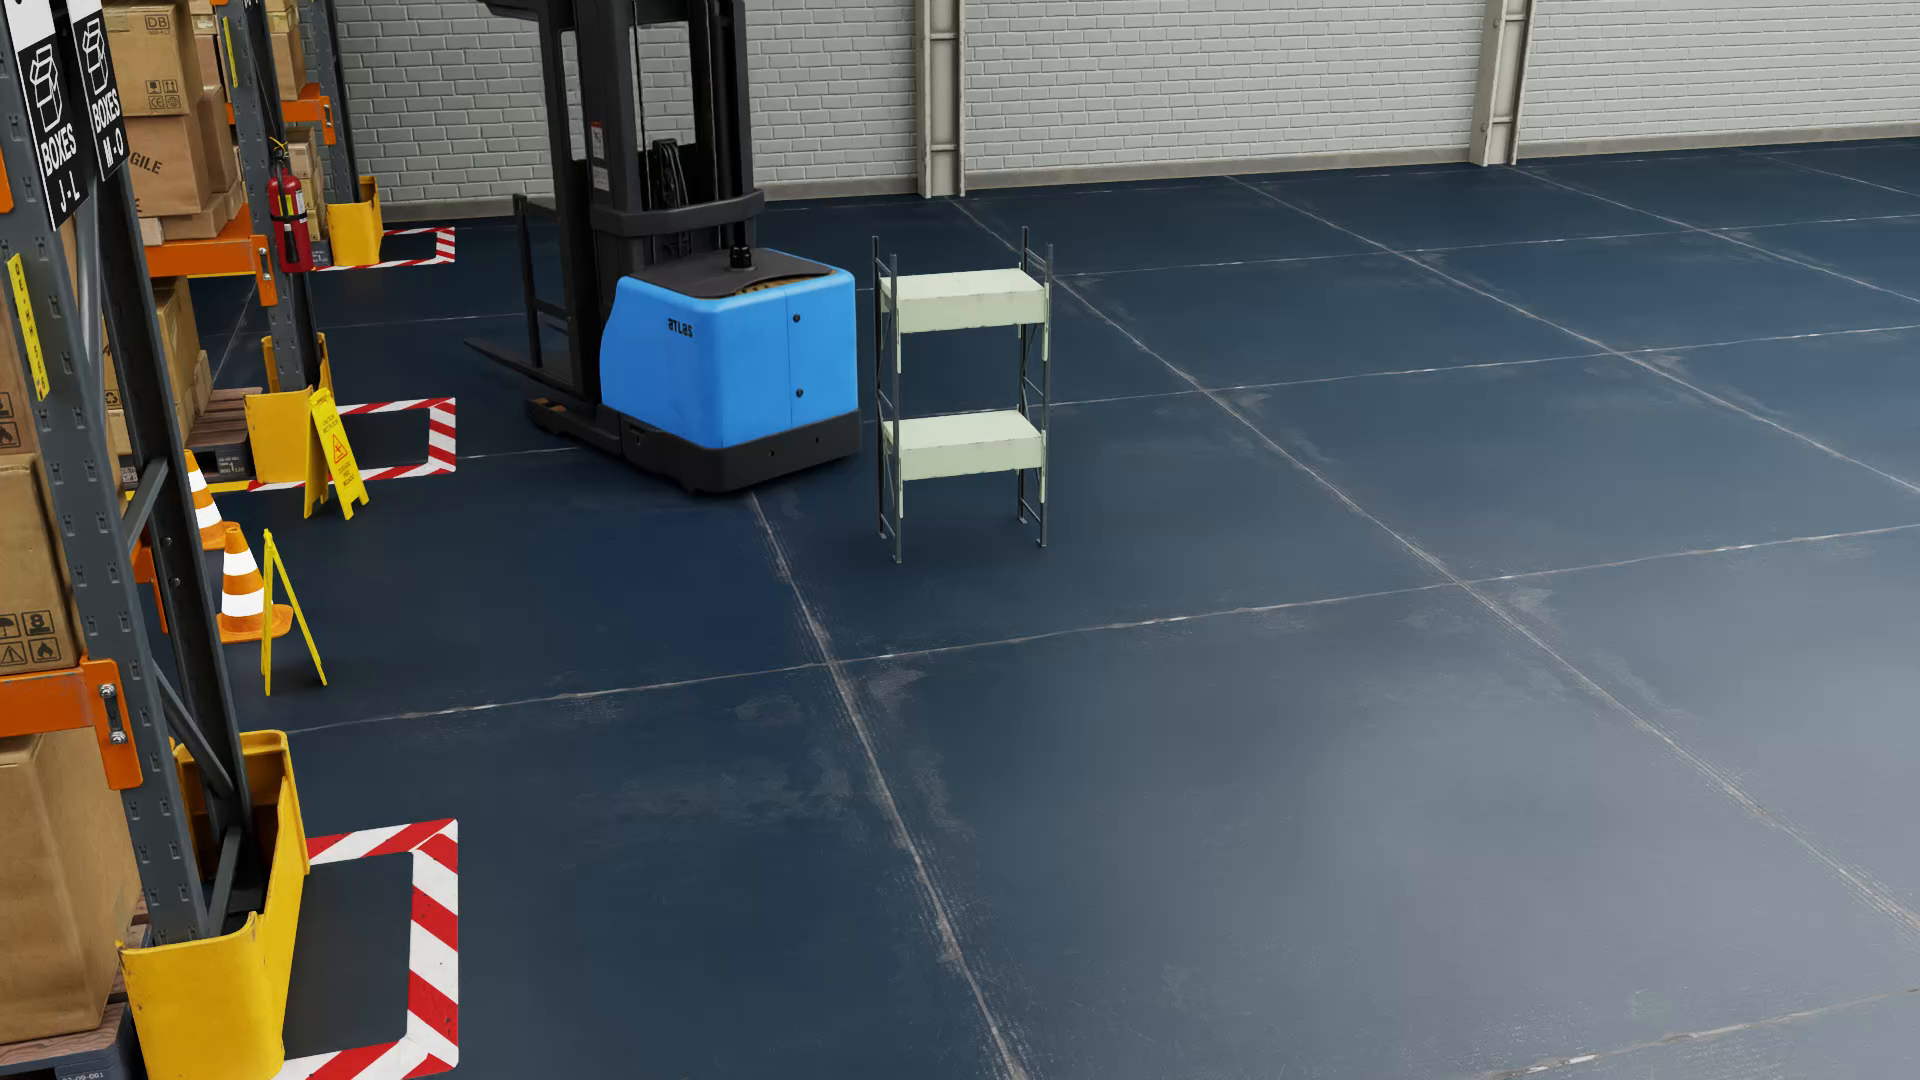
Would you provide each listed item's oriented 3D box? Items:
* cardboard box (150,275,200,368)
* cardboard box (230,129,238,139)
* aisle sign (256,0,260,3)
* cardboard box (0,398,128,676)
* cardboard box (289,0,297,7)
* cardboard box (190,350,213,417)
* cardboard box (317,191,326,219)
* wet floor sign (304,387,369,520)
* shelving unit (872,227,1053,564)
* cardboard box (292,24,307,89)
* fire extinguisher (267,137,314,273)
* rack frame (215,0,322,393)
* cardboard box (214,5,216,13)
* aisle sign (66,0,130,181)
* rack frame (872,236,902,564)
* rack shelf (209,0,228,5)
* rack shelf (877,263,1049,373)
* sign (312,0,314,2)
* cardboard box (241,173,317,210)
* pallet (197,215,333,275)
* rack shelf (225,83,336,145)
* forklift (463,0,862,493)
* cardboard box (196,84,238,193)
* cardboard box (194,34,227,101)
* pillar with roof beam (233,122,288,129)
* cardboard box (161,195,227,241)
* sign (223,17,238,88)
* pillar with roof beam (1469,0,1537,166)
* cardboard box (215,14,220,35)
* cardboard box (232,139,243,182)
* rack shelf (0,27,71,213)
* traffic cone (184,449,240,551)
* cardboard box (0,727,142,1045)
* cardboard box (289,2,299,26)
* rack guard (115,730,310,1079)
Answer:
[{"bbox_3d":[-4.574,-1.212,9.274,0.500,0.500,0.500,-7,24,-16],"label":"cardboard box"},{"bbox_3d":[-6.039,-3.161,13.498,0.500,0.250,0.500,-6,24,-14],"label":"cardboard box"},{"bbox_3d":[-3.724,-3.240,8.701,0.004,0.787,0.394,-6,24,-14],"label":"aisle sign"},{"bbox_3d":[-2.611,-0.065,4.407,0.550,0.550,0.875,-6,24,-14],"label":"cardboard box"},{"bbox_3d":[-5.426,-4.332,13.214,0.250,0.149,0.380,-7,24,-15],"label":"cardboard box"},{"bbox_3d":[-4.551,-0.870,9.428,0.500,0.250,0.500,-7,24,-15],"label":"cardboard box"},{"bbox_3d":[-5.570,-2.757,13.825,0.500,0.250,0.500,-6,24,-14],"label":"cardboard box"},{"bbox_3d":[-3.228,-0.454,8.489,0.232,0.644,0.267,2,23,4],"label":"wet floor sign"},{"bbox_3d":[0.006,-0.690,7.956,0.755,1.500,0.431,-6,24,-14],"label":"shelving unit"},{"bbox_3d":[-5.597,-3.904,13.418,0.500,0.500,0.500,-6,24,-13],"label":"cardboard box"},{"bbox_3d":[-3.465,-1.723,8.560,0.183,0.674,0.296,-6,24,-14],"label":"fire extinguisher"},{"bbox_3d":[-3.700,-1.921,8.924,0.127,3.000,1.000,-6,24,-14],"label":"rack frame"},{"bbox_3d":[-5.562,-4.130,12.745,0.250,0.149,0.380,-6,24,-14],"label":"cardboard box"},{"bbox_3d":[-2.278,-1.369,4.340,0.004,0.787,0.394,-6,24,-14],"label":"aisle sign"},{"bbox_3d":[-0.346,-0.651,7.865,0.023,1.500,0.400,-6,24,-14],"label":"rack frame"},{"bbox_3d":[-5.626,-2.756,7.978,4.000,0.370,1.077,-6,24,-14],"label":"rack shelf"},{"bbox_3d":[0.006,-1.049,7.802,0.720,0.370,0.431,-6,24,-14],"label":"rack shelf"},{"bbox_3d":[-4.911,-4.239,12.556,0.005,0.325,0.100,-6,24,-14],"label":"sign"},{"bbox_3d":[-5.429,-2.794,13.278,0.500,0.250,0.500,-7,24,-15],"label":"cardboard box"},{"bbox_3d":[-5.770,-2.427,13.638,1.213,0.211,1.003,-6,24,-14],"label":"pallet"},{"bbox_3d":[-6.970,-3.262,12.960,4.000,0.370,1.077,-6,24,-14],"label":"rack shelf"},{"bbox_3d":[-1.921,-2.084,9.391,1.130,2.935,3.031,-20,30,-39],"label":"forklift"},{"bbox_3d":[-4.231,-2.159,8.973,0.500,0.500,0.500,-7,24,-15],"label":"cardboard box"},{"bbox_3d":[-5.949,-3.648,12.820,0.500,0.500,0.500,-6,24,-13],"label":"cardboard box"},{"bbox_3d":[-4.795,-5.196,8.948,0.400,9.000,9.100,-6,24,-14],"label":"pillar with roof beam"},{"bbox_3d":[-4.002,-1.685,8.691,0.250,0.149,0.380,-5,24,-13],"label":"cardboard box"},{"bbox_3d":[-3.569,-2.386,8.137,0.005,0.325,0.100,-6,24,-14],"label":"sign"},{"bbox_3d":[6.758,-6.474,11.926,0.400,9.000,9.100,-6,24,-14],"label":"pillar with roof beam"},{"bbox_3d":[-5.541,-3.968,12.744,0.250,0.149,0.380,-6,24,-14],"label":"cardboard box"},{"bbox_3d":[-5.894,-2.970,13.055,0.500,0.250,0.500,-6,24,-13],"label":"cardboard box"},{"bbox_3d":[-4.191,-0.888,3.623,4.000,0.370,1.077,-6,24,-14],"label":"rack shelf"},{"bbox_3d":[-3.766,-0.220,8.176,0.334,0.463,0.336,-6,24,-14],"label":"traffic cone"},{"bbox_3d":[-2.901,0.828,4.679,0.875,0.875,0.875,-6,24,-14],"label":"cardboard box"},{"bbox_3d":[-5.441,-4.212,13.313,0.250,0.149,0.380,-7,24,-16],"label":"cardboard box"},{"bbox_3d":[-2.243,1.093,5.068,0.348,0.500,1.175,-6,24,-14],"label":"rack guard"}]
